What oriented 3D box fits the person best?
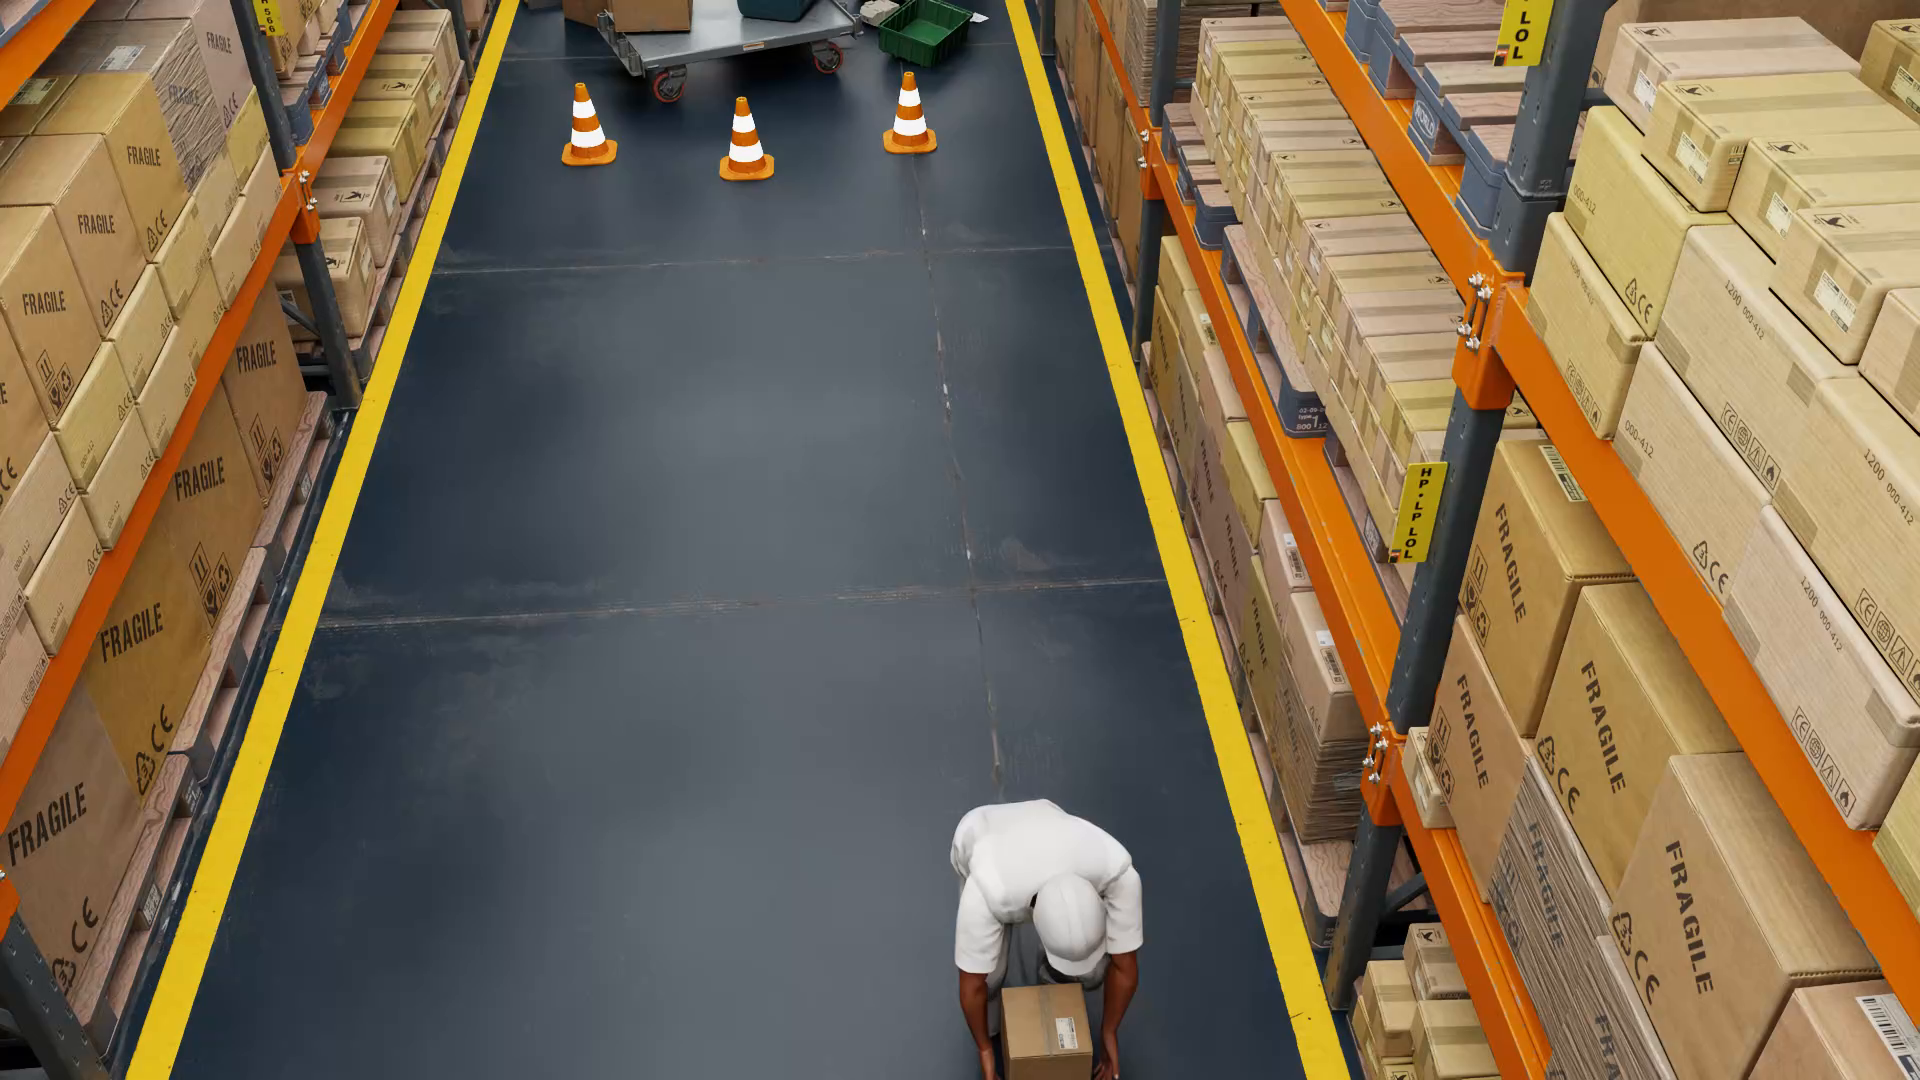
[{"bbox_3d":[0.259,1.199,5.250,0.585,1.018,0.882,-3,39,-4],"label":"person"}]
